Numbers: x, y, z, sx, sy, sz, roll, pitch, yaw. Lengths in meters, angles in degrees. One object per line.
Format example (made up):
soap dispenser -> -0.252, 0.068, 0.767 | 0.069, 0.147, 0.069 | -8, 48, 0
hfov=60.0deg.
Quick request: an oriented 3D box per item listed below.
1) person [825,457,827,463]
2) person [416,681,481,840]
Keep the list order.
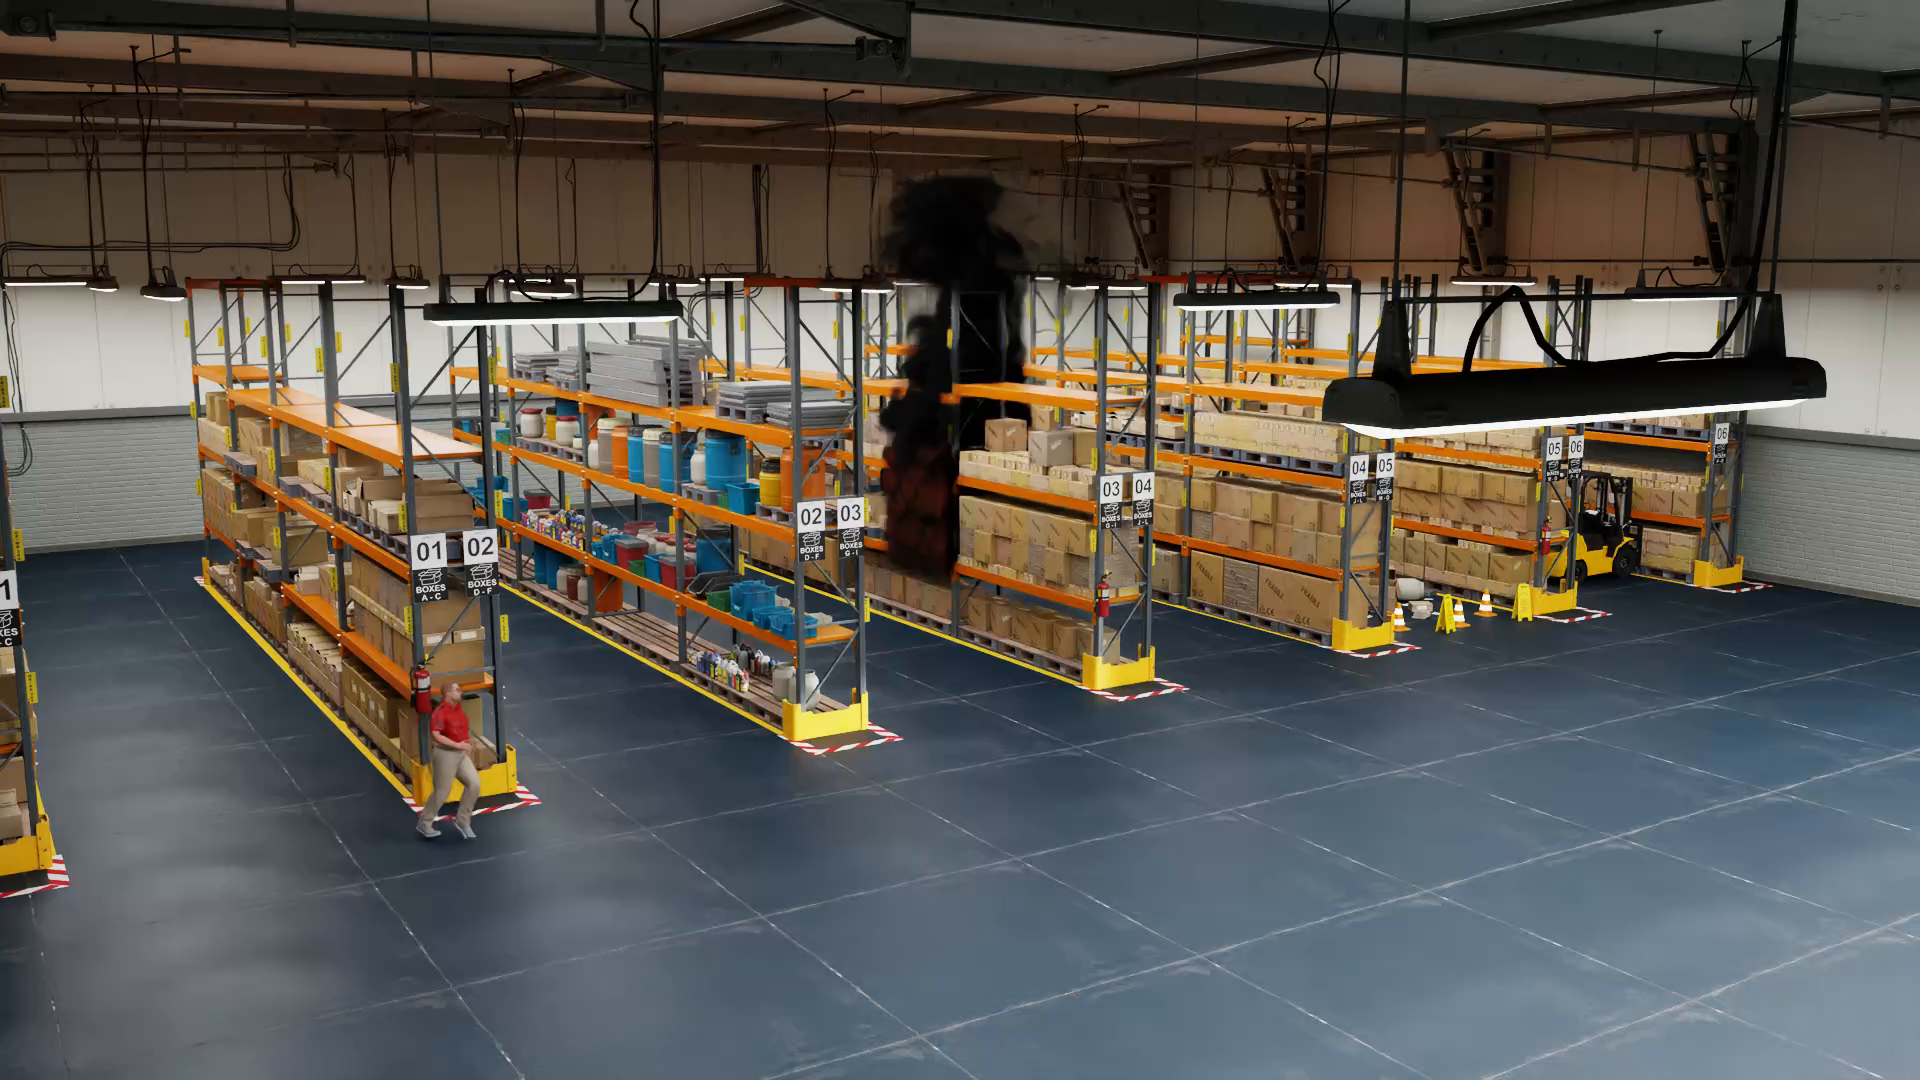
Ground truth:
person -> -3.480, -1.308, 40.875 | 0.813, 1.668, 0.677 | 3, 10, 15
person -> -5.643, 2.444, 18.450 | 0.671, 1.772, 0.726 | 2, 10, 12
